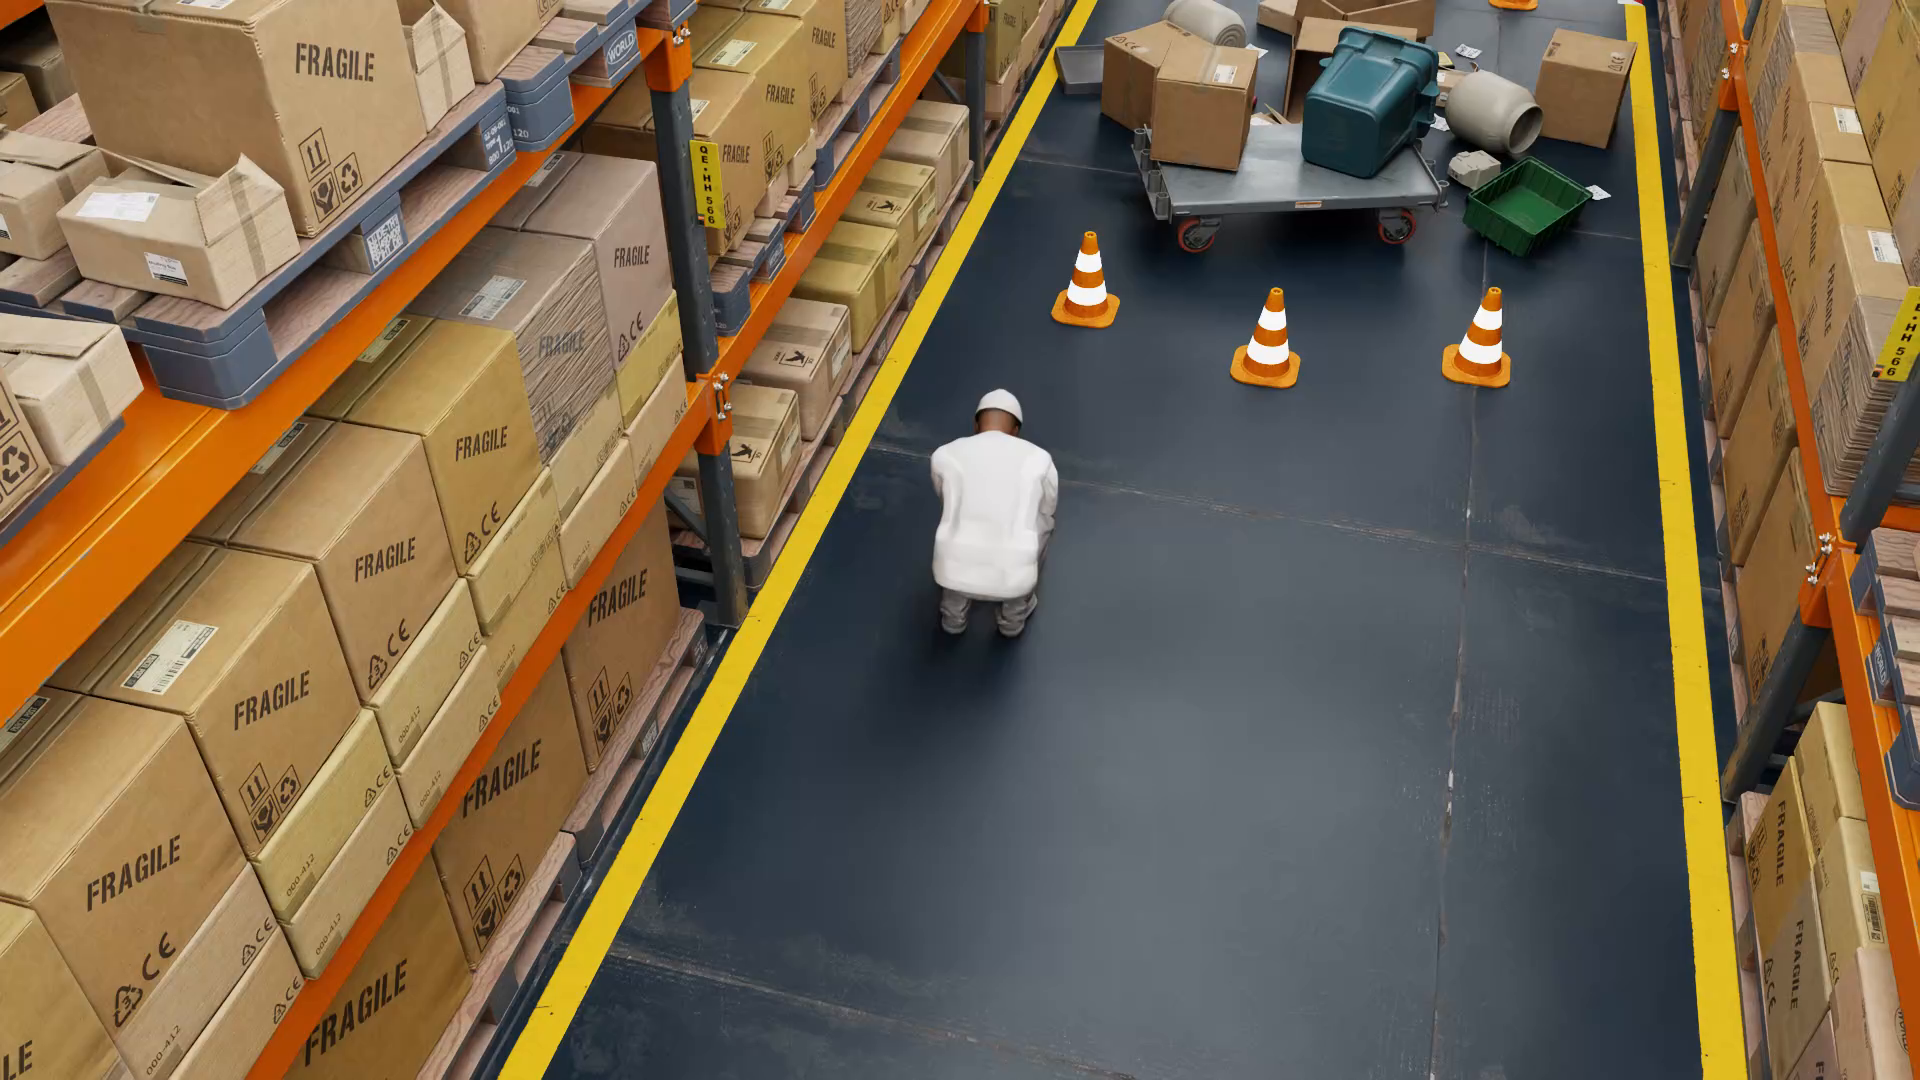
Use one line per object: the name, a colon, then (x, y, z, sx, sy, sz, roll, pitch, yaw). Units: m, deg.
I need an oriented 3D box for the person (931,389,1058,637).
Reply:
person: (0.120, -0.045, 6.997, 0.539, 0.902, 0.923, 8, 41, 9)
